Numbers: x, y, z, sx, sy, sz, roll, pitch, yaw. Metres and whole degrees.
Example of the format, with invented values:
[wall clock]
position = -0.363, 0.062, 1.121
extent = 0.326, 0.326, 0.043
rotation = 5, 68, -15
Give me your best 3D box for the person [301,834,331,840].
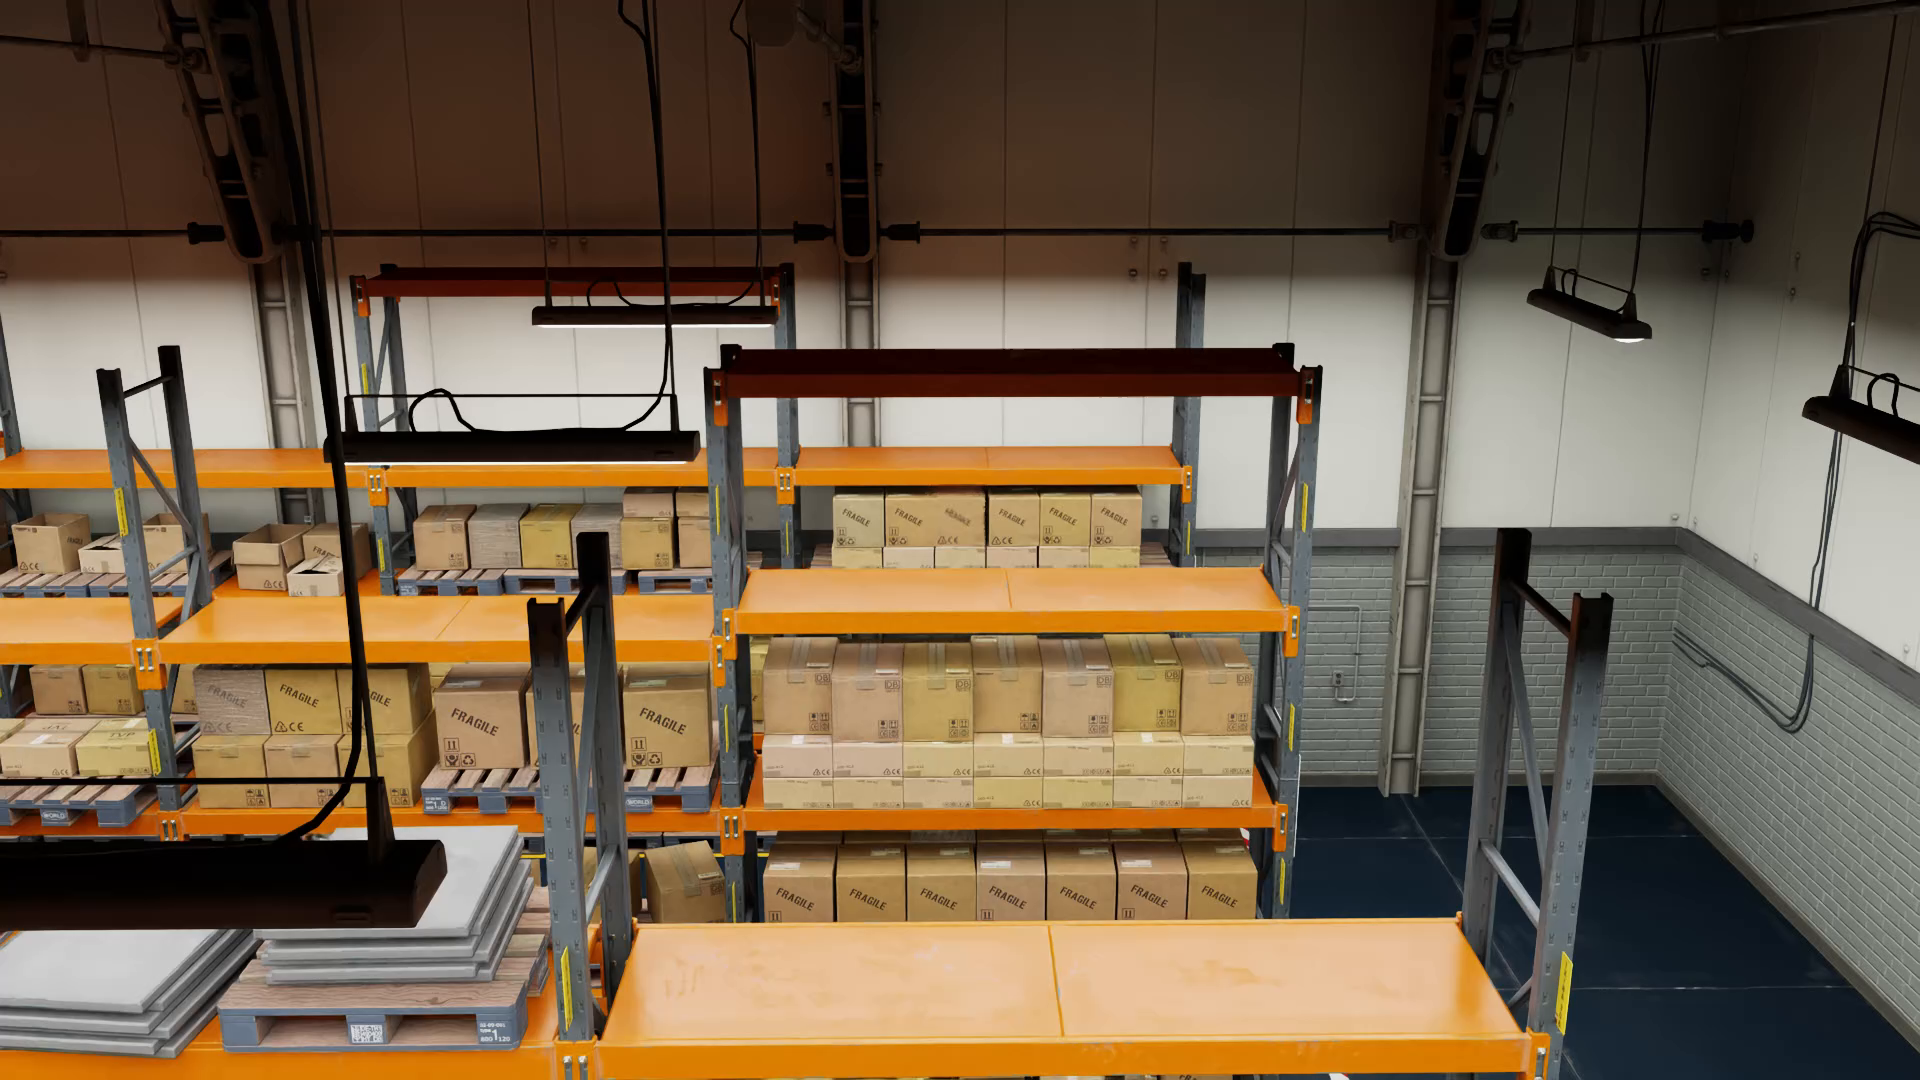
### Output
[person]
position = -5.993, 2.950, 15.504
extent = 0.771, 1.687, 0.459
rotation = 2, 16, 8
